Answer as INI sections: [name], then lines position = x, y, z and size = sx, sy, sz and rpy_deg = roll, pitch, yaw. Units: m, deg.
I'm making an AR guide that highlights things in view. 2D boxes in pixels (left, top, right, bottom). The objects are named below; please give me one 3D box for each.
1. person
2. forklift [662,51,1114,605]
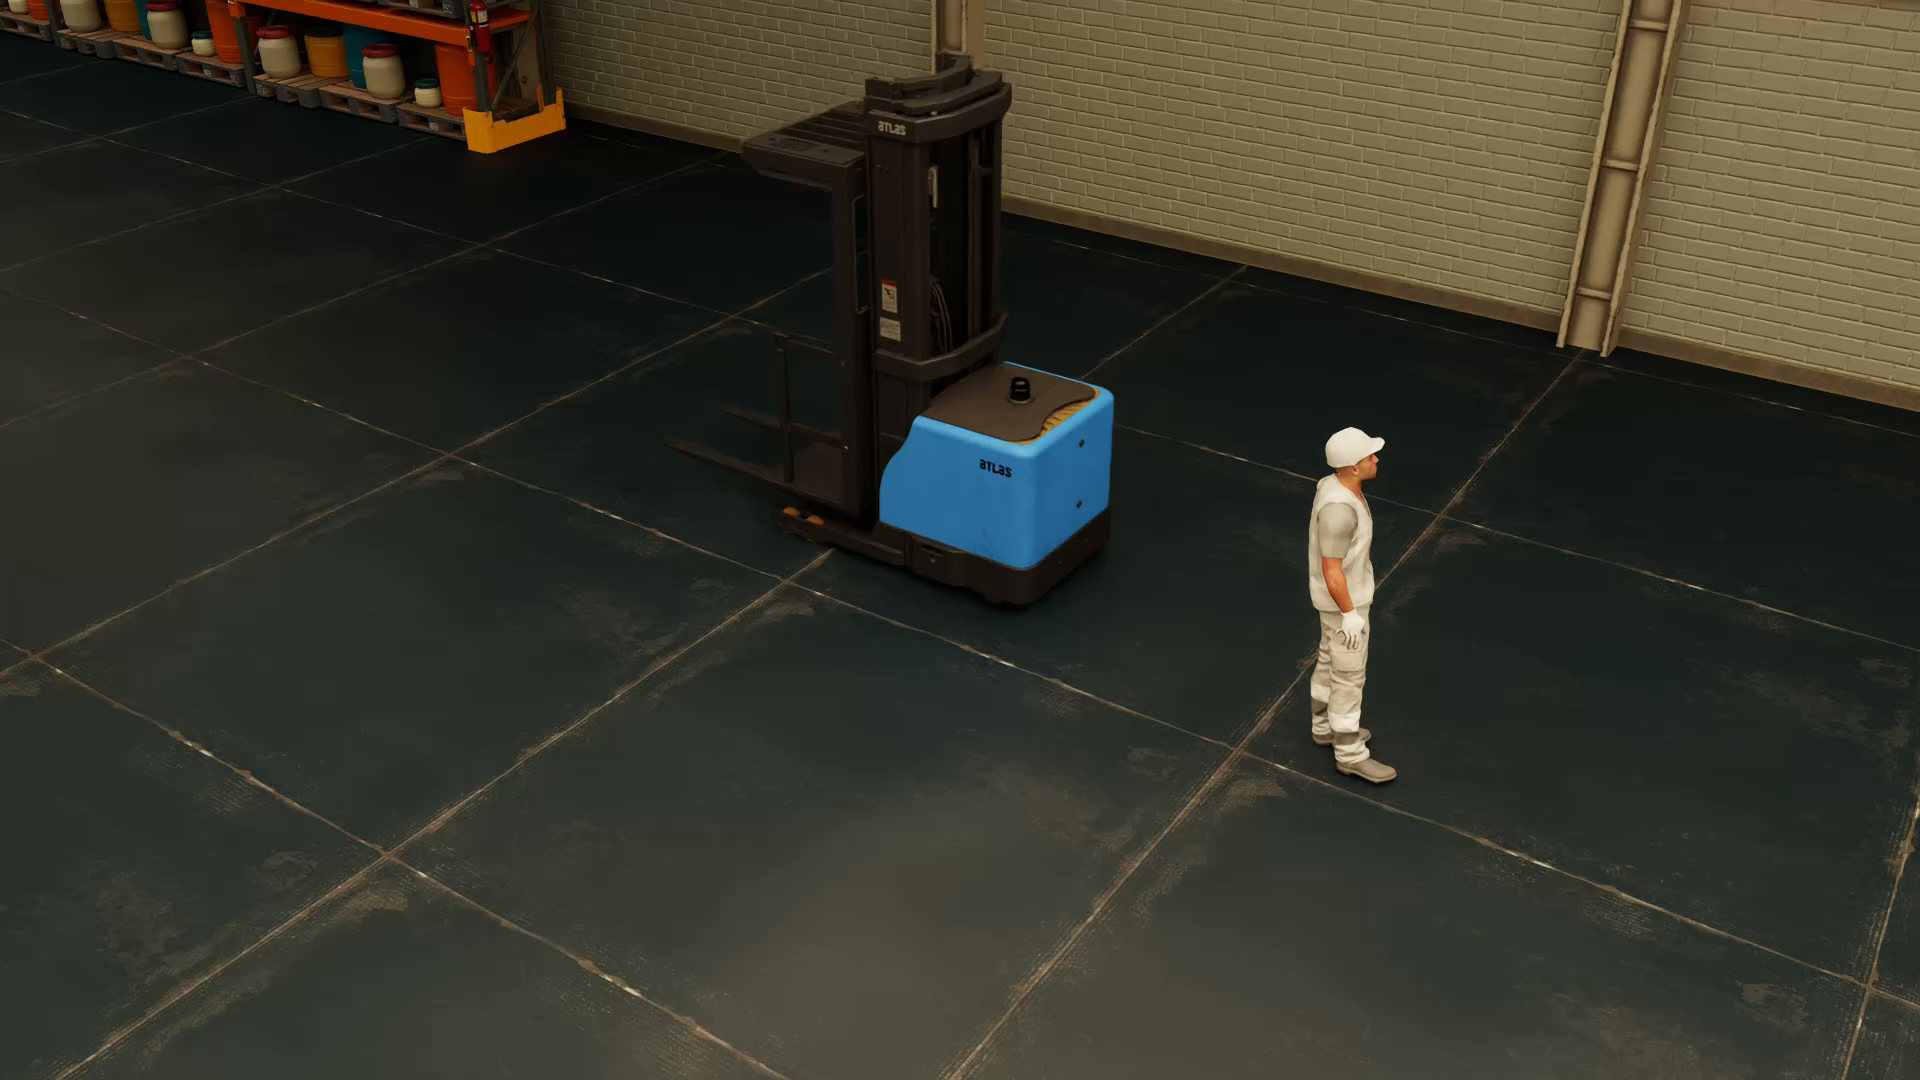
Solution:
[person]
position = 1.969, 0.288, 8.208
size = 0.563, 1.787, 0.638
rpy_deg = 5, 31, 9
[forklift]
position = -0.573, -1.451, 10.080
size = 3.031, 2.935, 1.130
rpy_deg = 19, 35, 29
